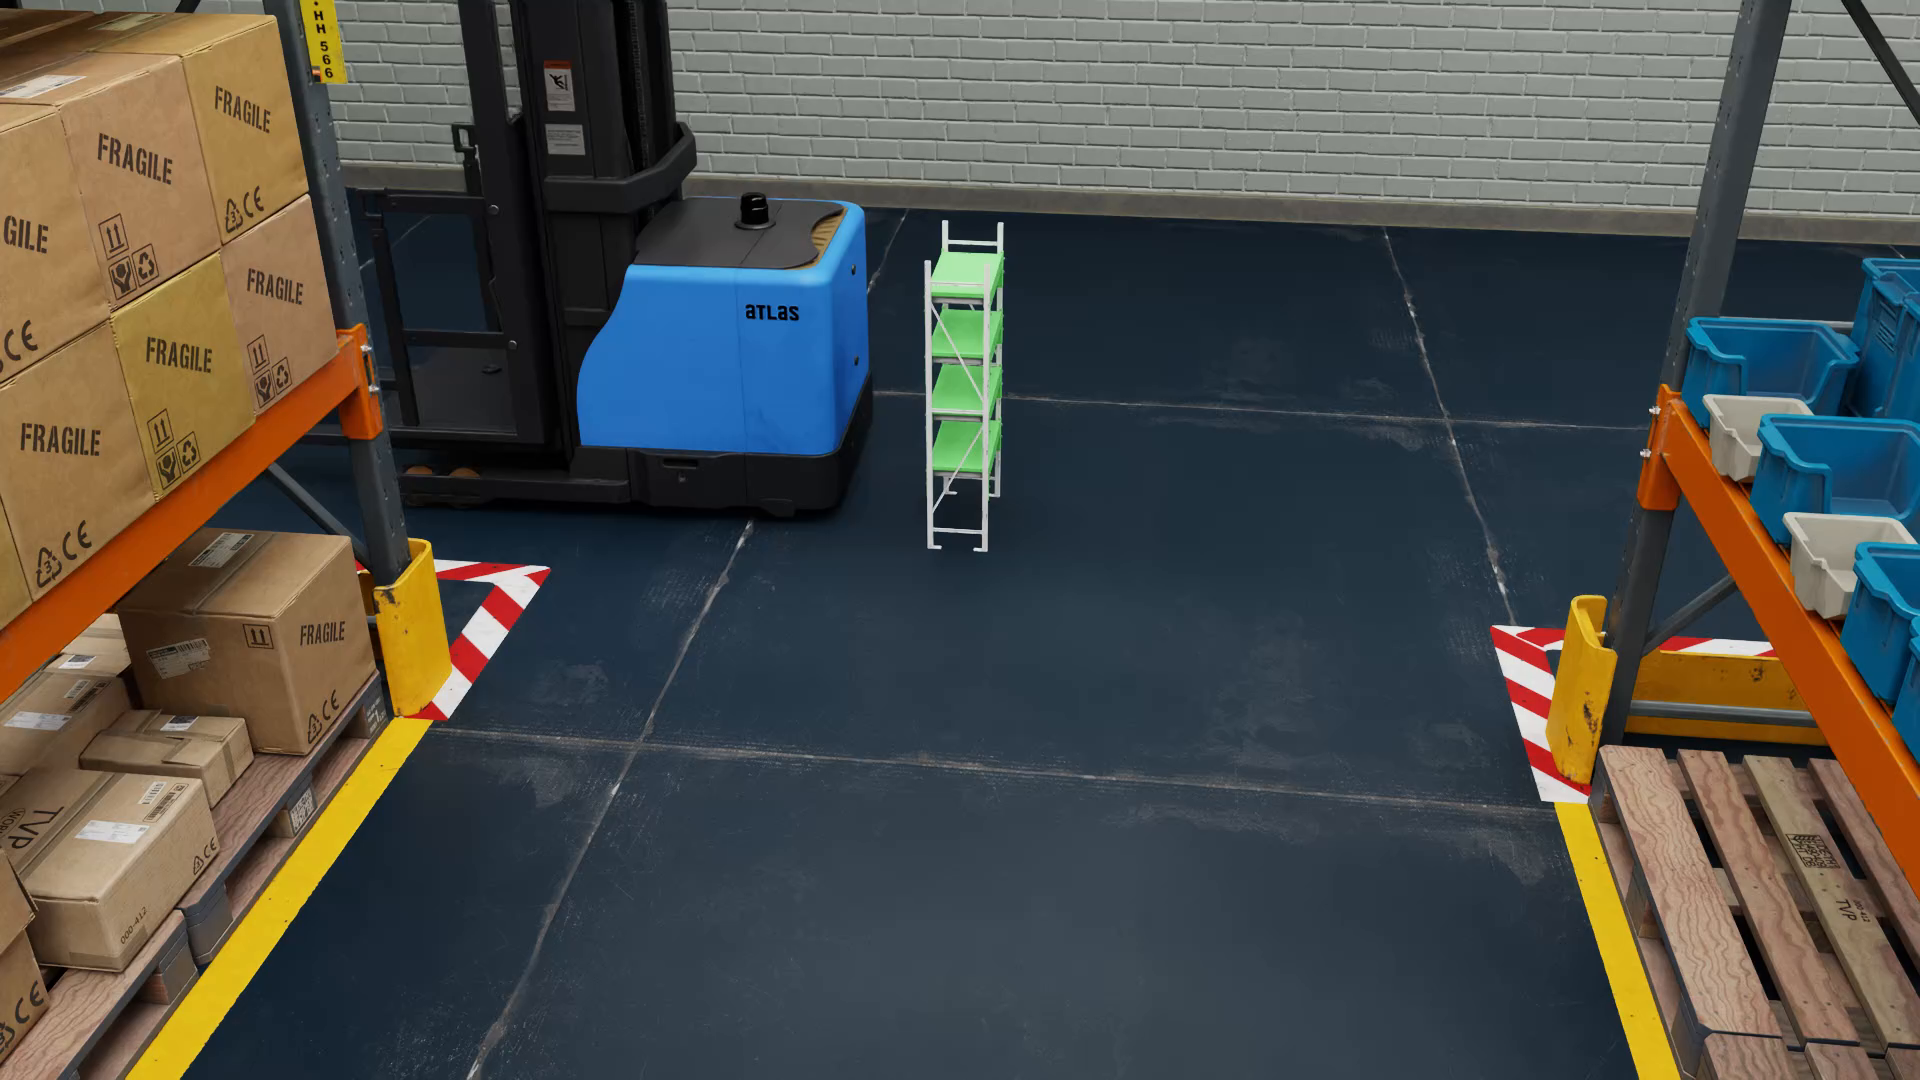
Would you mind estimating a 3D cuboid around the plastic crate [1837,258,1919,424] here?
[{"bbox_3d":[2.677,-0.453,4.327,0.616,0.435,0.499,3,28,6],"label":"plastic crate"}]

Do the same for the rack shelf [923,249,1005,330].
[{"bbox_3d":[0.020,-0.972,6.413,0.258,0.148,0.480,3,28,6],"label":"rack shelf"}]

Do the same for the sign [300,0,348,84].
[{"bbox_3d":[-1.834,-1.476,4.773,0.100,0.325,0.005,3,28,6],"label":"sign"}]

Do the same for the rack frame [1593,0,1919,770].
[{"bbox_3d":[2.533,-0.579,4.663,1.000,3.000,0.127,3,28,6],"label":"rack frame"}]

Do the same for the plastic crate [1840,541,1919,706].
[{"bbox_3d":[2.015,0.185,3.358,0.416,0.233,0.300,3,28,6],"label":"plastic crate"}]

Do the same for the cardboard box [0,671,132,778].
[{"bbox_3d":[-2.792,0.623,4.867,0.500,0.250,0.500,3,28,6],"label":"cardboard box"}]

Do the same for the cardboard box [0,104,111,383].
[{"bbox_3d":[-2.284,-0.645,3.626,0.500,0.500,0.500,4,29,8],"label":"cardboard box"}]

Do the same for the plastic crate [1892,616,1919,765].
[{"bbox_3d":[1.978,0.326,3.095,0.416,0.233,0.300,3,28,6],"label":"plastic crate"}]

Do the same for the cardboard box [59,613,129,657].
[{"bbox_3d":[-2.775,0.370,5.443,0.380,0.149,0.250,3,28,6],"label":"cardboard box"}]

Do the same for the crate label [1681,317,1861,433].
[{"bbox_3d":[2.176,-0.435,4.508,0.416,0.233,0.303,3,28,6],"label":"crate label"}]

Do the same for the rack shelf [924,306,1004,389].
[{"bbox_3d":[0.020,-0.761,6.527,0.258,0.148,0.480,3,28,6],"label":"rack shelf"}]

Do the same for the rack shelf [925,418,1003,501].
[{"bbox_3d":[0.020,-0.339,6.754,0.258,0.148,0.480,3,28,6],"label":"rack shelf"}]

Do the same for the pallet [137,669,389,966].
[{"bbox_3d":[-2.489,0.770,5.099,1.003,0.211,1.213,3,28,6],"label":"pallet"}]

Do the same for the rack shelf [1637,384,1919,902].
[{"bbox_3d":[2.288,0.679,3.086,1.077,0.370,4.000,3,28,6],"label":"rack shelf"}]

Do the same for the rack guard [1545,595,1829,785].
[{"bbox_3d":[2.523,0.509,5.278,1.175,0.500,0.348,3,28,6],"label":"rack guard"}]

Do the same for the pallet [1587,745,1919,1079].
[{"bbox_3d":[2.393,1.034,4.608,1.003,0.211,1.213,3,28,6],"label":"pallet"}]

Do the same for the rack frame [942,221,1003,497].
[{"bbox_3d":[0.050,-0.721,6.823,0.240,1.200,0.015,3,28,6],"label":"rack frame"}]

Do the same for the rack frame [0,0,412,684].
[{"bbox_3d":[-2.383,-0.869,5.200,1.000,3.000,0.127,3,28,6],"label":"rack frame"}]

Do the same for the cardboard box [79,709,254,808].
[{"bbox_3d":[-2.344,0.640,4.922,0.380,0.166,0.250,3,28,6],"label":"cardboard box"}]

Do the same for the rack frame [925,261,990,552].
[{"bbox_3d":[-0.010,-0.491,6.397,0.240,1.200,0.015,3,28,6],"label":"rack frame"}]

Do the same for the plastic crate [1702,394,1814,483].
[{"bbox_3d":[2.055,-0.246,4.259,0.250,0.136,0.298,3,28,6],"label":"plastic crate"}]

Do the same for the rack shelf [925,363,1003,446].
[{"bbox_3d":[0.020,-0.550,6.640,0.258,0.148,0.480,3,28,6],"label":"rack shelf"}]

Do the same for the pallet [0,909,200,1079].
[{"bbox_3d":[-2.641,1.343,4.036,1.003,0.211,1.213,3,28,6],"label":"pallet"}]

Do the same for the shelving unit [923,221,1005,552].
[{"bbox_3d":[0.020,-0.606,6.610,0.258,1.200,0.503,3,28,6],"label":"shelving unit"}]

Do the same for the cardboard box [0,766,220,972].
[{"bbox_3d":[-2.351,0.864,4.420,0.500,0.250,0.500,3,28,6],"label":"cardboard box"}]

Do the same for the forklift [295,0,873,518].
[{"bbox_3d":[-1.950,-1.668,6.755,3.031,2.935,1.130,3,28,5],"label":"forklift"}]

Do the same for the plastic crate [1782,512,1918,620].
[{"bbox_3d":[1.971,0.073,3.667,0.250,0.136,0.298,3,28,6],"label":"plastic crate"}]

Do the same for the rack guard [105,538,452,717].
[{"bbox_3d":[-2.392,0.267,5.727,1.175,0.500,0.348,3,28,6],"label":"rack guard"}]

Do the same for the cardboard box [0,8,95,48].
[{"bbox_3d":[-2.699,-1.160,4.580,0.500,0.500,0.500,4,29,8],"label":"cardboard box"}]

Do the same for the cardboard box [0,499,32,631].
[{"bbox_3d":[-2.356,0.030,3.427,0.500,0.500,0.500,3,28,5],"label":"cardboard box"}]

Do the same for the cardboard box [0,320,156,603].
[{"bbox_3d":[-2.294,-0.207,3.867,0.500,0.500,0.500,4,29,7],"label":"cardboard box"}]

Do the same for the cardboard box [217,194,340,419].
[{"bbox_3d":[-2.167,-0.686,4.756,0.500,0.500,0.500,4,29,8],"label":"cardboard box"}]

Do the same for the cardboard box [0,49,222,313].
[{"bbox_3d":[-2.225,-0.890,4.079,0.500,0.500,0.500,4,29,8],"label":"cardboard box"}]

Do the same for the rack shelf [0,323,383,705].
[{"bbox_3d":[-2.628,0.389,3.623,1.077,0.370,4.000,3,28,6],"label":"rack shelf"}]

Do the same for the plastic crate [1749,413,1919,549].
[{"bbox_3d":[2.095,-0.125,3.933,0.416,0.233,0.300,3,28,6],"label":"plastic crate"}]

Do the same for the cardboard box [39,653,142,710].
[{"bbox_3d":[-2.806,0.480,5.221,0.380,0.166,0.250,3,28,6],"label":"cardboard box"}]

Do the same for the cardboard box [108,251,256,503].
[{"bbox_3d":[-2.227,-0.442,4.302,0.500,0.500,0.500,4,29,7],"label":"cardboard box"}]

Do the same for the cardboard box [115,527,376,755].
[{"bbox_3d":[-2.205,0.308,5.187,0.500,0.500,0.500,3,28,6],"label":"cardboard box"}]

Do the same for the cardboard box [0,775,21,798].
[{"bbox_3d":[-2.853,0.858,4.430,0.500,0.250,0.500,3,28,6],"label":"cardboard box"}]

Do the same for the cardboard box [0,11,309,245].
[{"bbox_3d":[-2.164,-1.128,4.521,0.500,0.500,0.500,3,28,6],"label":"cardboard box"}]

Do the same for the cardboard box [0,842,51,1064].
[{"bbox_3d":[-2.648,1.035,3.835,0.797,0.503,0.637,3,28,6],"label":"cardboard box"}]

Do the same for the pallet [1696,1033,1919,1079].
[{"bbox_3d":[2.241,1.607,3.545,1.003,0.211,1.213,3,28,6],"label":"pallet"}]
